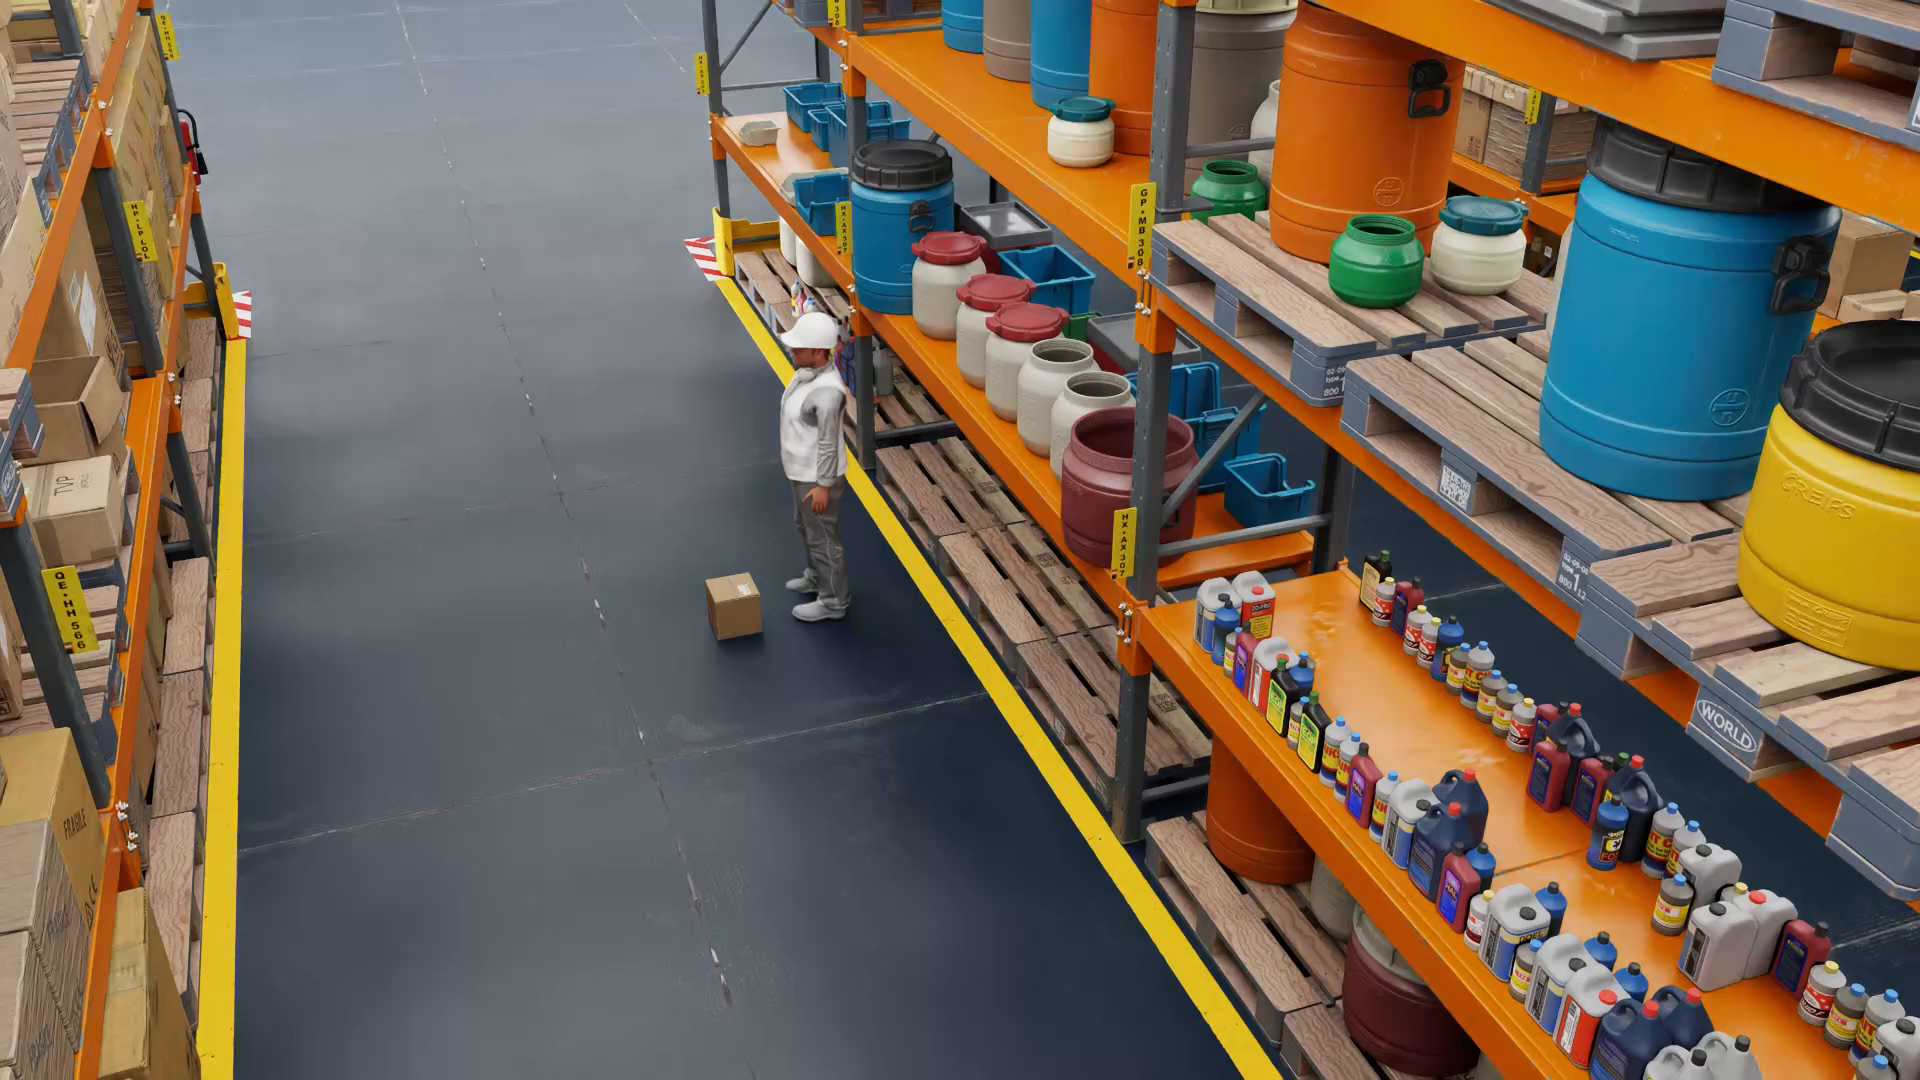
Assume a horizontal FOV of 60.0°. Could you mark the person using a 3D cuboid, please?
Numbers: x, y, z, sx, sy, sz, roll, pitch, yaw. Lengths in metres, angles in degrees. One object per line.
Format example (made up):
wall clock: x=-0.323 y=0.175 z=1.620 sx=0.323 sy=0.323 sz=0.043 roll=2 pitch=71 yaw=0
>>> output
person: x=-0.791 y=-0.390 z=9.006 sx=0.354 sy=1.807 sz=0.585 roll=-6 pitch=30 yaw=-10
